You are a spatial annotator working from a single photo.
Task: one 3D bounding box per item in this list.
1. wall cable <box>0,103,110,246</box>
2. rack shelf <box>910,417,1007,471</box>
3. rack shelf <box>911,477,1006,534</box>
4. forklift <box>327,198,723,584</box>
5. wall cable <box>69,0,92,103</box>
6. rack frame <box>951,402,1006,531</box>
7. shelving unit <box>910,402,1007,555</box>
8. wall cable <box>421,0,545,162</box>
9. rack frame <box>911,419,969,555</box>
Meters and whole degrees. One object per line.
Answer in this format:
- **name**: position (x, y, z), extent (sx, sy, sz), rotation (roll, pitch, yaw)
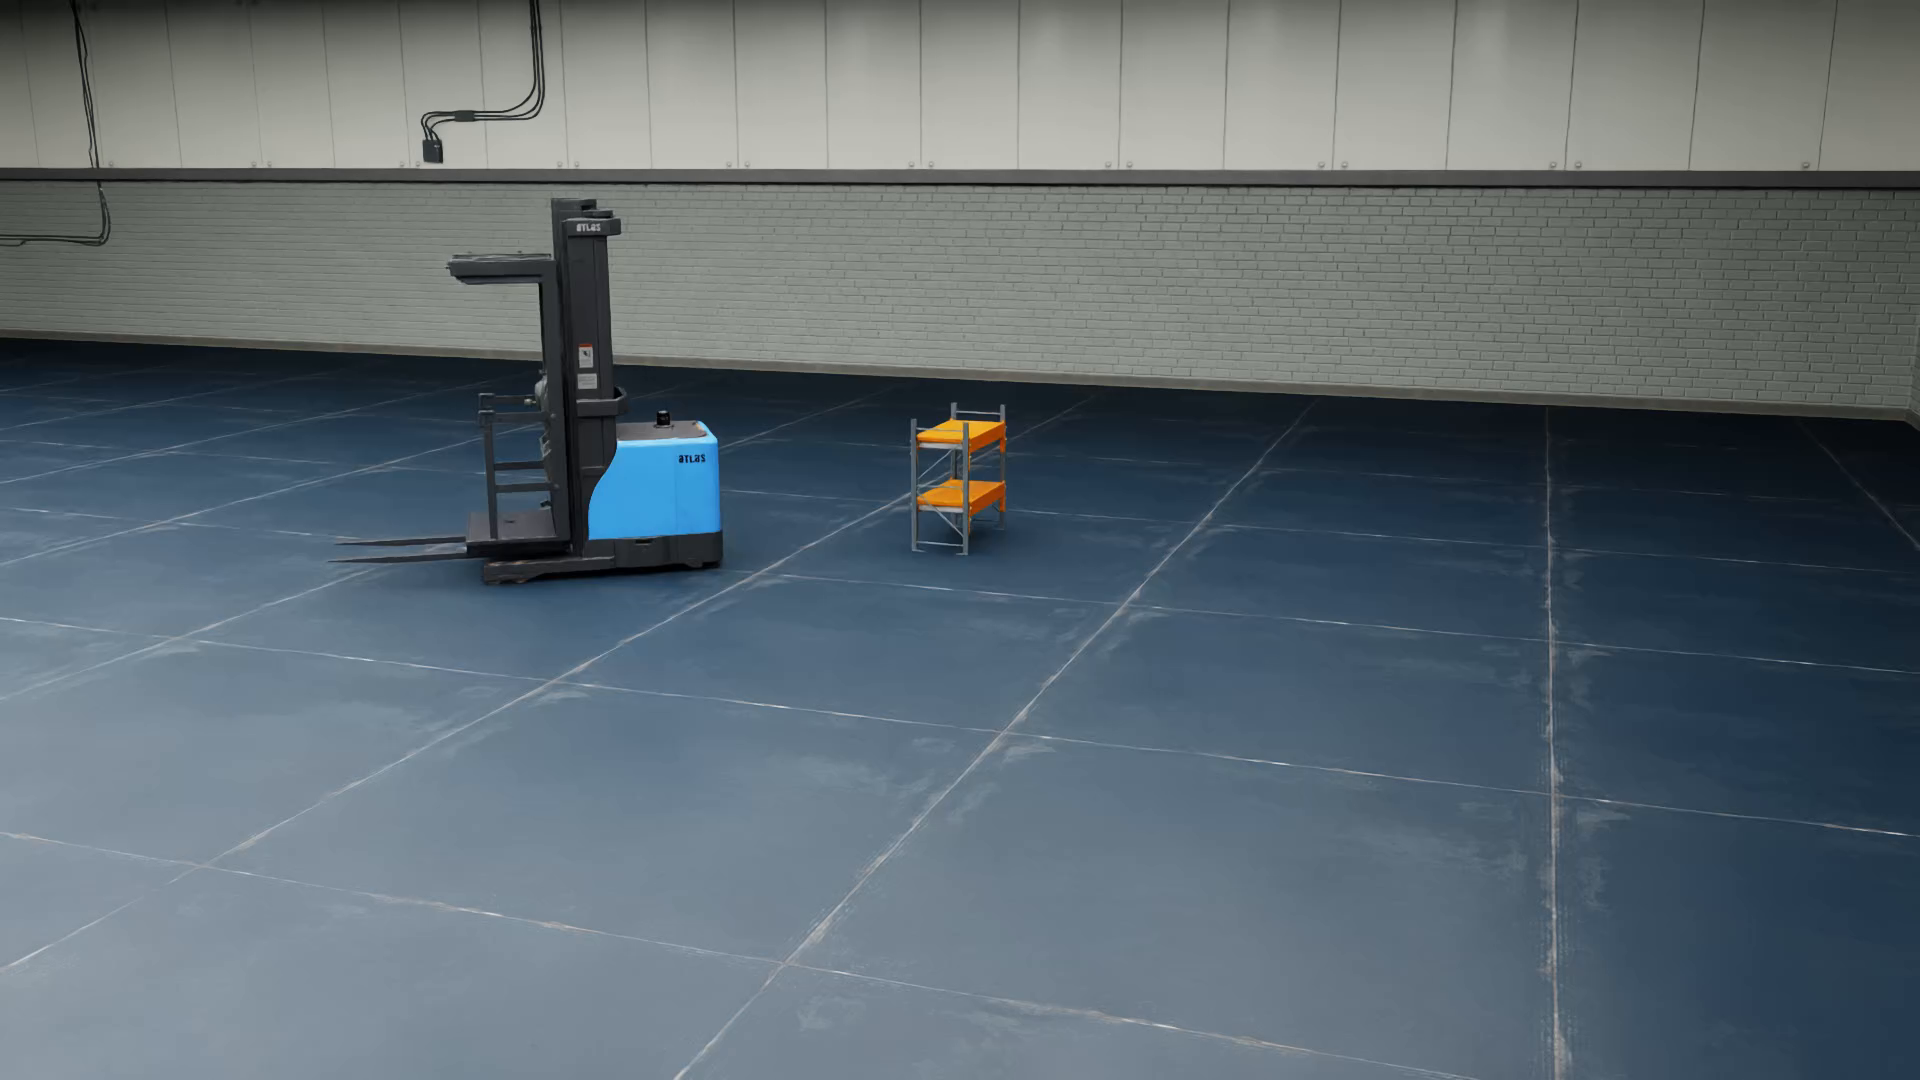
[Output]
- **wall cable**: position (-16.670, -6.564, 30.000), extent (3.097, 2.526, 0.112), rotation (4, 14, 18)
- **rack shelf**: position (-0.002, -0.832, 14.291), extent (0.538, 0.278, 1.000), rotation (4, 14, 18)
- **rack shelf**: position (-0.002, -0.309, 14.411), extent (0.538, 0.278, 1.000), rotation (4, 14, 18)
- **forklift**: position (-3.498, -1.212, 13.213), extent (3.031, 2.935, 1.130), rotation (-4, 13, -15)
- **wall cable**: position (-14.111, -8.831, 28.585), extent (3.097, 2.526, 0.112), rotation (4, 14, 18)
- **rack frame**: position (0.162, -0.654, 14.825), extent (0.500, 1.125, 0.032), rotation (4, 14, 18)
- **shelving unit**: position (-0.002, -0.547, 14.357), extent (0.538, 1.125, 1.048), rotation (4, 14, 18)
- **wall cable**: position (-7.693, -9.049, 26.267), extent (2.305, 6.003, 0.169), rotation (4, 14, 18)
- **rack frame**: position (-0.167, -0.440, 13.888), extent (0.500, 1.125, 0.032), rotation (4, 14, 18)
